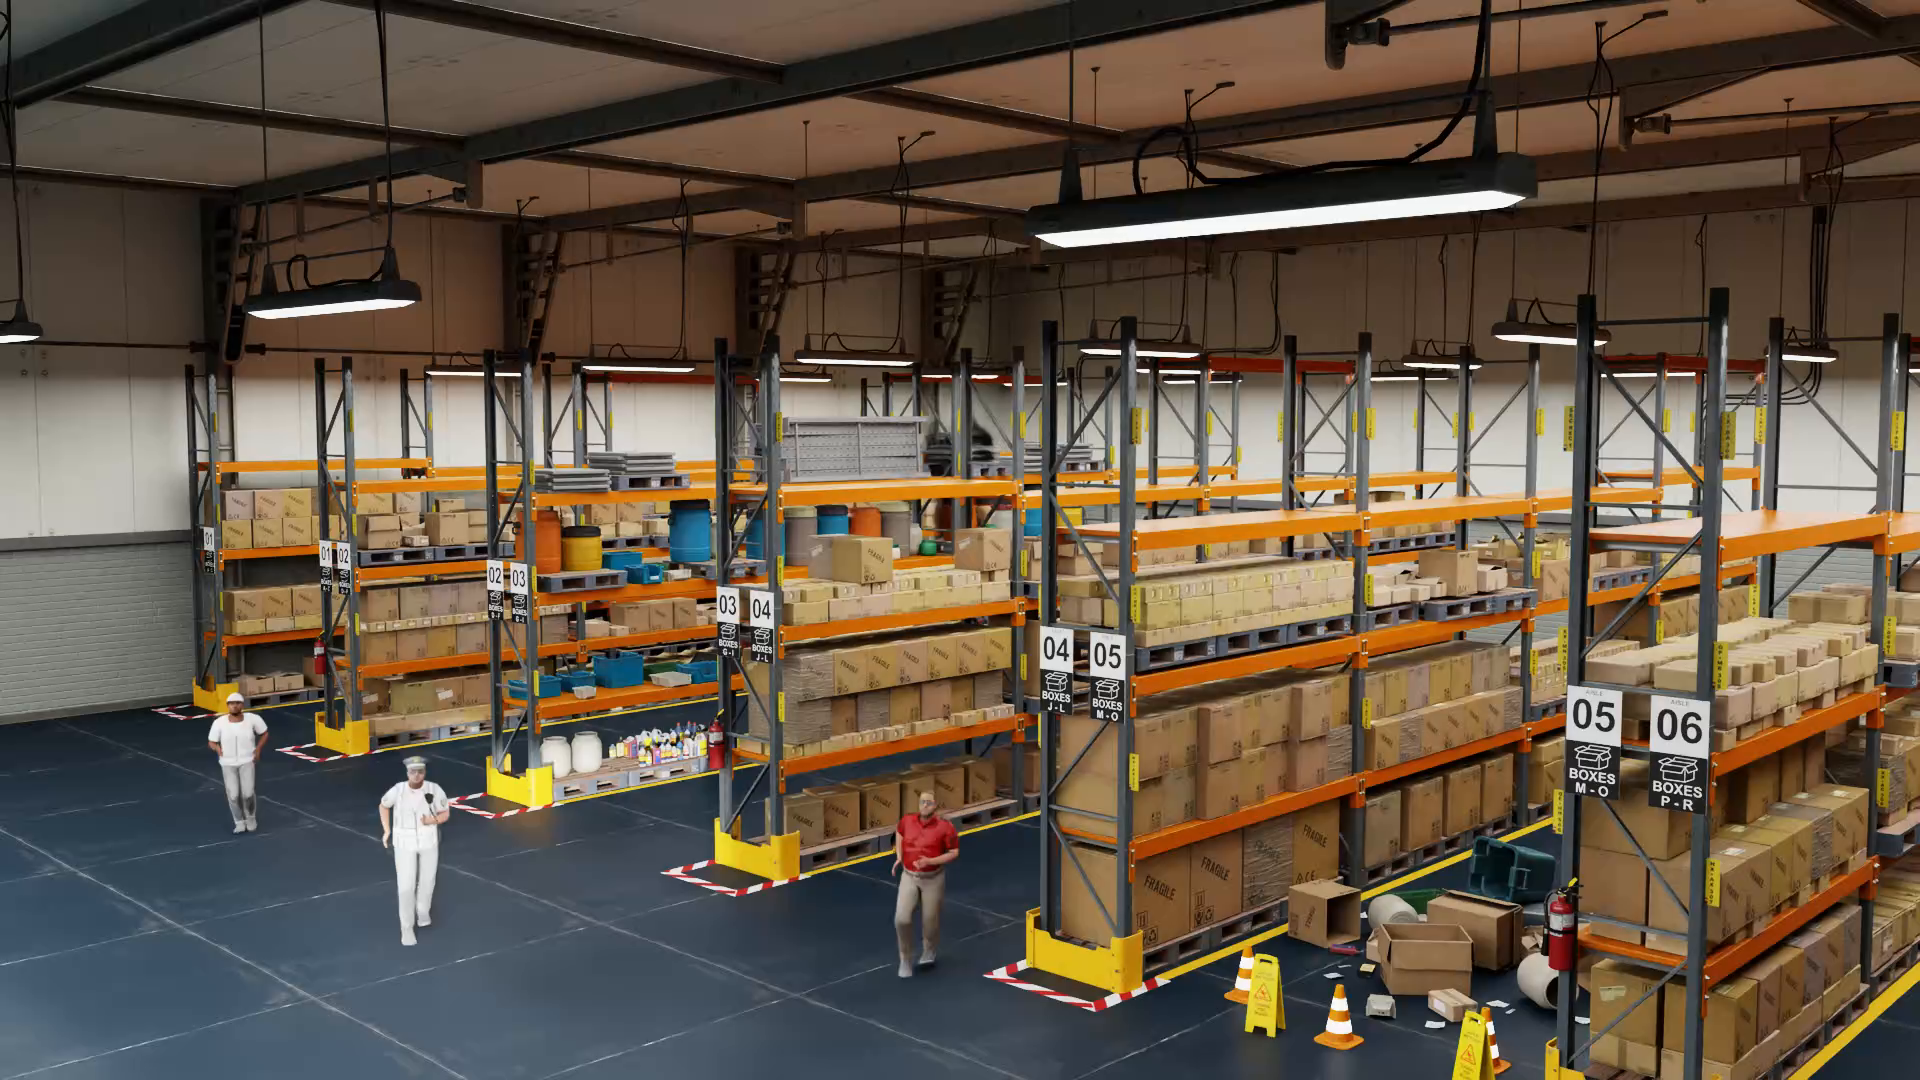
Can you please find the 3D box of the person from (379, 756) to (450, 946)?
[{"bbox_3d":[-5.351,3.036,16.378,0.632,1.855,0.773,-2,5,-25],"label":"person"}]

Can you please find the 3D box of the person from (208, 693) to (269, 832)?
[{"bbox_3d":[-8.842,2.748,20.379,0.684,1.750,0.556,-2,5,-19],"label":"person"}]

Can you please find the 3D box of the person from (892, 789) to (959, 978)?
[{"bbox_3d":[-0.319,3.175,15.319,0.657,1.791,0.710,1,4,13],"label":"person"}]
